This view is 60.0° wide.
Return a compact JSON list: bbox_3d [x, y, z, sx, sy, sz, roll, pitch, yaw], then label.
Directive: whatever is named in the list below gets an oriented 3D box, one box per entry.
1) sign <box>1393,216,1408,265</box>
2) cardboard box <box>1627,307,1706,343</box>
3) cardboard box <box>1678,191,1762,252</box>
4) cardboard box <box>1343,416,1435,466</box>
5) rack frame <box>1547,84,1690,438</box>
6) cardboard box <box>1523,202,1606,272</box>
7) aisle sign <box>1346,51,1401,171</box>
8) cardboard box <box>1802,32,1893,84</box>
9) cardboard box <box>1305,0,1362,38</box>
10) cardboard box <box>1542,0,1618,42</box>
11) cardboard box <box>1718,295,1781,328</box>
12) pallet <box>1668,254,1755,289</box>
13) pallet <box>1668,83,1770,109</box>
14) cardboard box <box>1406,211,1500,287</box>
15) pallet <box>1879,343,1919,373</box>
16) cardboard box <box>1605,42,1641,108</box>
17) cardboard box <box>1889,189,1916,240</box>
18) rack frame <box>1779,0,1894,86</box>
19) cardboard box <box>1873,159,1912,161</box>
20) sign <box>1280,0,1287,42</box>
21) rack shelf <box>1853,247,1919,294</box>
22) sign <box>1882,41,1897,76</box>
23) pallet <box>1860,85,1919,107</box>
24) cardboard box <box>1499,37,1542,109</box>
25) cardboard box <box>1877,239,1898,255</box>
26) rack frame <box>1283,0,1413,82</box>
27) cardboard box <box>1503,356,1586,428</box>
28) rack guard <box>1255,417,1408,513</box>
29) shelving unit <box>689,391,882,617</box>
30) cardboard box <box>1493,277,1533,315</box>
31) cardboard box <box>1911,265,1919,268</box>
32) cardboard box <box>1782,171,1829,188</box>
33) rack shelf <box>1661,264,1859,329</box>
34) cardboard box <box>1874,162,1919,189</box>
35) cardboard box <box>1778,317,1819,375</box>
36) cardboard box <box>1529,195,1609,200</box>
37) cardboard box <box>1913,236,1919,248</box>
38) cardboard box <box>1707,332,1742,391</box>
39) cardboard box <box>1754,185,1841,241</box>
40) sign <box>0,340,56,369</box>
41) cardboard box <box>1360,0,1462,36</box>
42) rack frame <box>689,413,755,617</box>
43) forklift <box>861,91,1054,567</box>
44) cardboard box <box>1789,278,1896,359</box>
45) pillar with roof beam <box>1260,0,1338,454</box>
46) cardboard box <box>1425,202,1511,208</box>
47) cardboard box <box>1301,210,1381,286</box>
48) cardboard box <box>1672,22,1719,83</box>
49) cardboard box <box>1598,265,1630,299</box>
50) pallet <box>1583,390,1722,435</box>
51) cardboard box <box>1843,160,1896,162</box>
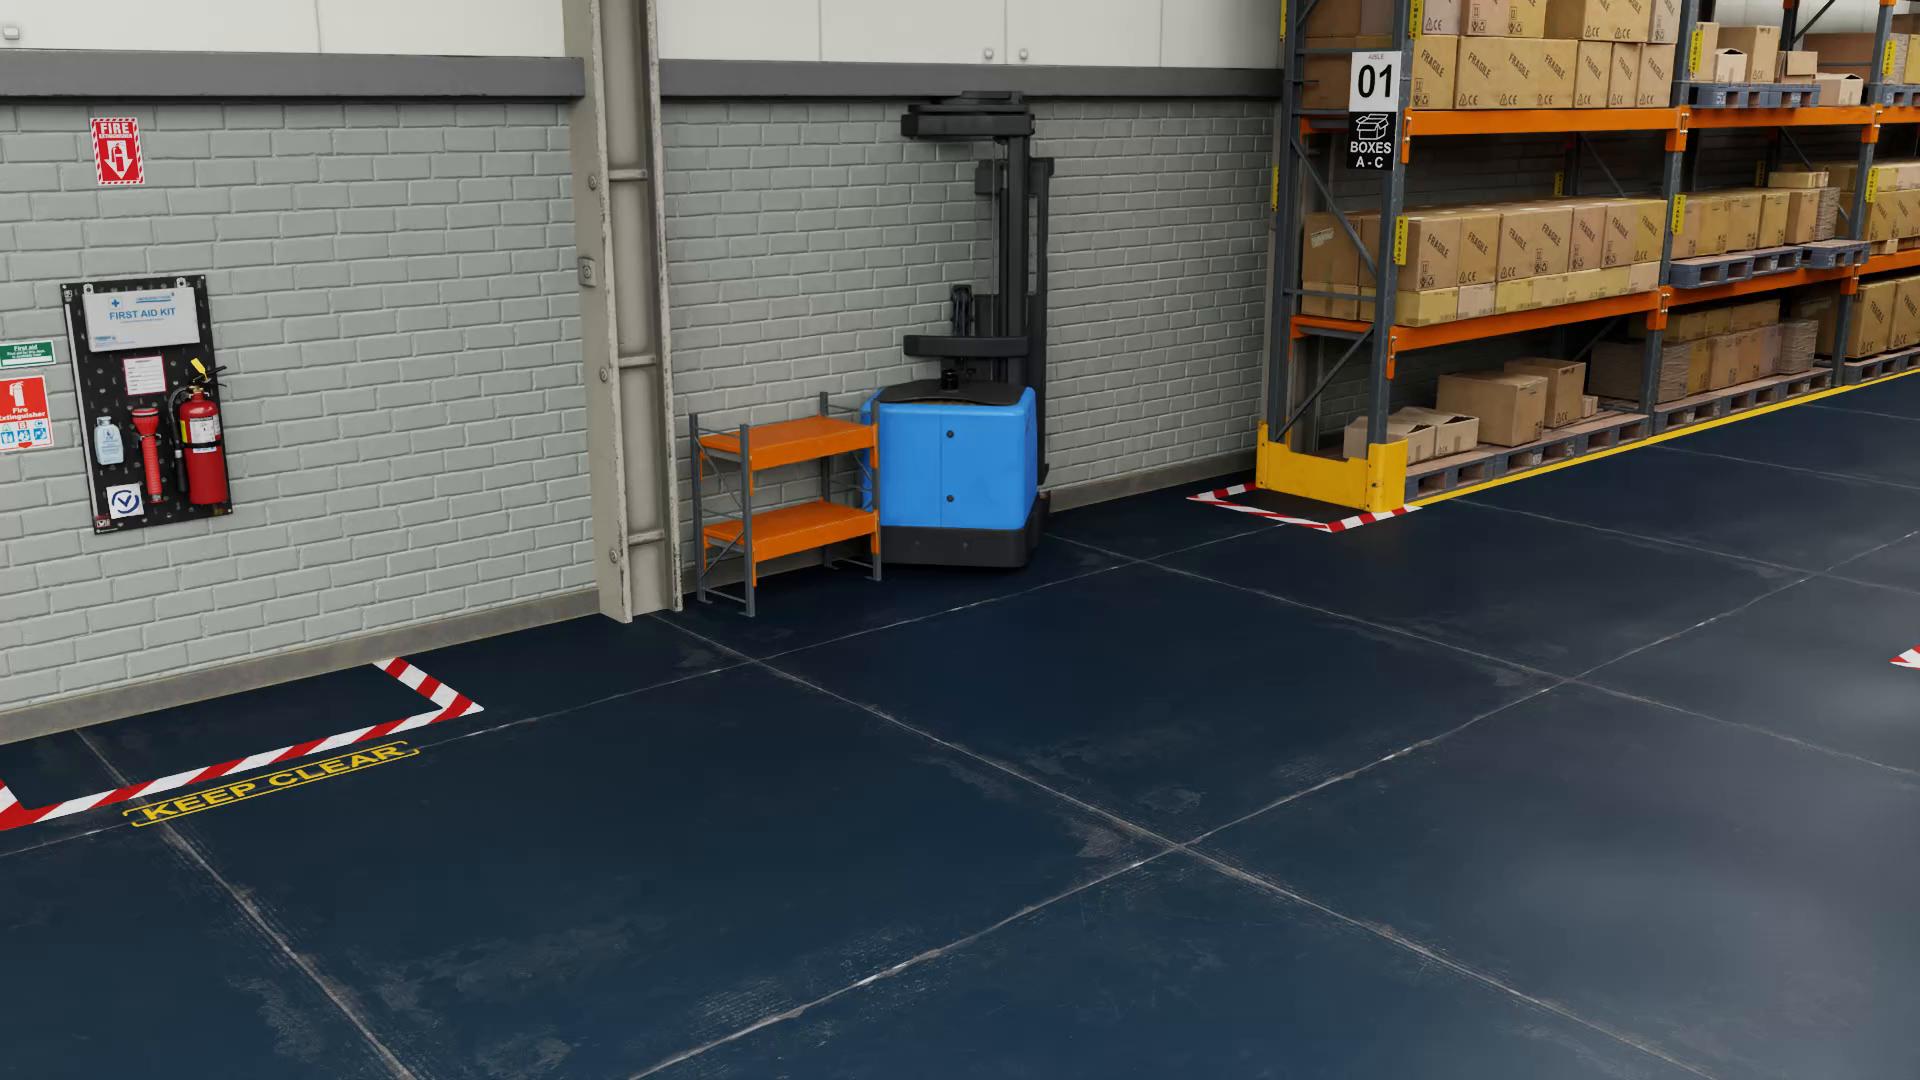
[{"bbox_3d":[3.058,-2.080,11.546,0.005,0.325,0.100,-13,19,-39],"label":"sign"},{"bbox_3d":[6.594,-2.015,15.520,0.500,0.250,0.500,-13,20,-41],"label":"cardboard box"},{"bbox_3d":[7.028,-2.996,15.608,0.500,0.500,0.700,-10,18,-32],"label":"cardboard box"},{"bbox_3d":[3.283,-0.780,12.717,0.500,0.311,0.500,13,20,41],"label":"cardboard box"},{"bbox_3d":[5.719,-2.445,14.590,0.127,3.000,1.000,-13,19,-39],"label":"rack frame"},{"bbox_3d":[4.806,-2.435,13.353,0.500,0.500,0.500,-13,20,-41],"label":"cardboard box"},{"bbox_3d":[2.844,-2.953,11.454,0.004,0.787,0.394,-13,19,-39],"label":"aisle sign"},{"bbox_3d":[9.058,-4.924,17.014,0.700,0.500,0.500,14,21,43],"label":"cardboard box"},{"bbox_3d":[2.855,-3.881,11.986,0.500,0.500,0.500,-12,19,-37],"label":"cardboard box"},{"bbox_3d":[4.726,-4.112,12.849,0.500,0.500,0.500,-14,20,-41],"label":"cardboard box"},{"bbox_3d":[7.757,-2.273,16.486,0.500,0.250,0.500,-12,19,-38],"label":"cardboard box"},{"bbox_3d":[6.391,-2.453,14.994,1.213,0.211,1.003,-13,19,-39],"label":"pallet"},{"bbox_3d":[6.255,-3.887,14.541,1.003,0.211,1.213,-13,19,-39],"label":"pallet"},{"bbox_3d":[3.639,-2.171,12.363,0.500,0.500,0.500,-13,19,-39],"label":"cardboard box"},{"bbox_3d":[10.301,-2.100,18.702,1.213,0.211,1.003,-13,19,-39],"label":"pallet"},{"bbox_3d":[5.111,-3.735,13.376,0.500,0.500,0.500,14,20,42],"label":"cardboard box"},{"bbox_3d":[9.672,-3.443,17.520,0.500,0.500,0.500,-12,19,-38],"label":"cardboard box"},{"bbox_3d":[8.737,-6.021,16.353,0.127,3.000,1.000,-13,19,-39],"label":"rack frame"},{"bbox_3d":[10.471,-4.161,18.753,0.500,0.250,0.500,-14,20,-41],"label":"cardboard box"},{"bbox_3d":[2.353,-3.756,11.969,0.005,0.325,0.100,-13,19,-39],"label":"sign"},{"bbox_3d":[10.246,-3.114,18.488,4.000,0.370,1.077,-13,19,-39],"label":"rack shelf"},{"bbox_3d":[9.091,-4.715,16.276,0.005,0.325,0.100,-13,19,-39],"label":"sign"},{"bbox_3d":[9.188,-4.600,17.211,1.003,0.211,1.213,-12,19,-37],"label":"pallet"},{"bbox_3d":[3.936,-3.455,12.327,0.500,0.500,0.500,-12,19,-37],"label":"cardboard box"},{"bbox_3d":[9.589,-3.091,17.457,0.250,0.149,0.380,-12,19,-38],"label":"cardboard box"},{"bbox_3d":[2.702,-4.666,11.279,0.127,3.000,1.000,-13,19,-39],"label":"rack frame"},{"bbox_3d":[4.963,-1.266,14.169,0.500,0.500,0.500,14,21,43],"label":"cardboard box"},{"bbox_3d":[2.759,-0.572,12.424,0.348,0.500,1.175,-13,19,-39],"label":"rack guard"},{"bbox_3d":[-1.028,-0.240,9.969,0.538,1.125,1.048,14,20,41],"label":"shelving unit"},{"bbox_3d":[4.049,-1.901,12.807,0.500,0.250,0.500,-13,20,-40],"label":"cardboard box"},{"bbox_3d":[11.349,-2.829,19.380,0.750,0.750,0.750,-12,19,-39],"label":"cardboard box"},{"bbox_3d":[8.496,-3.632,16.733,0.380,0.149,0.250,13,20,40],"label":"cardboard box"},{"bbox_3d":[7.228,-2.436,15.951,4.000,0.370,1.077,-13,19,-39],"label":"rack shelf"},{"bbox_3d":[10.028,-3.890,17.738,0.500,0.250,0.500,-12,19,-39],"label":"cardboard box"},{"bbox_3d":[8.228,-1.995,16.898,0.500,0.500,0.700,-12,19,-39],"label":"cardboard box"},{"bbox_3d":[5.228,-2.705,14.364,0.500,0.500,0.500,-13,20,-41],"label":"cardboard box"},{"bbox_3d":[10.287,-3.283,18.178,0.250,0.149,0.380,-13,19,-39],"label":"cardboard box"},{"bbox_3d":[7.032,-1.753,15.993,0.500,0.500,0.700,-12,19,-39],"label":"cardboard box"},{"bbox_3d":[8.389,-3.302,16.752,0.700,0.500,0.500,13,20,40],"label":"cardboard box"},{"bbox_3d":[-4.229,-0.825,7.431,0.331,0.109,0.001,-13,19,-39],"label":"sign"},{"bbox_3d":[3.152,-3.775,11.589,0.500,0.500,0.500,14,21,43],"label":"cardboard box"},{"bbox_3d":[-1.376,-0.145,9.611,0.500,1.125,0.032,14,20,41],"label":"rack frame"},{"bbox_3d":[0.073,-1.577,11.474,1.130,2.935,3.031,2,15,7],"label":"forklift"},{"bbox_3d":[9.378,-2.386,17.721,0.750,0.750,0.750,-13,20,-40],"label":"cardboard box"},{"bbox_3d":[5.488,-4.114,9.216,0.400,9.000,9.100,-13,19,-39],"label":"pillar with roof beam"},{"bbox_3d":[4.071,-2.445,13.390,0.500,0.500,0.500,-12,19,-39],"label":"cardboard box"},{"bbox_3d":[2.918,-2.188,12.427,0.500,0.500,0.500,-13,20,-40],"label":"cardboard box"},{"bbox_3d":[6.184,-4.222,14.424,0.500,0.500,0.500,-9,18,-32],"label":"cardboard box"},{"bbox_3d":[5.180,-2.160,13.776,0.500,0.250,0.500,-13,19,-39],"label":"cardboard box"},{"bbox_3d":[6.306,-1.230,15.445,1.213,0.211,1.003,-13,19,-39],"label":"pallet"},{"bbox_3d":[10.075,-4.073,18.425,0.500,0.250,0.500,-13,20,-41],"label":"cardboard box"}]
